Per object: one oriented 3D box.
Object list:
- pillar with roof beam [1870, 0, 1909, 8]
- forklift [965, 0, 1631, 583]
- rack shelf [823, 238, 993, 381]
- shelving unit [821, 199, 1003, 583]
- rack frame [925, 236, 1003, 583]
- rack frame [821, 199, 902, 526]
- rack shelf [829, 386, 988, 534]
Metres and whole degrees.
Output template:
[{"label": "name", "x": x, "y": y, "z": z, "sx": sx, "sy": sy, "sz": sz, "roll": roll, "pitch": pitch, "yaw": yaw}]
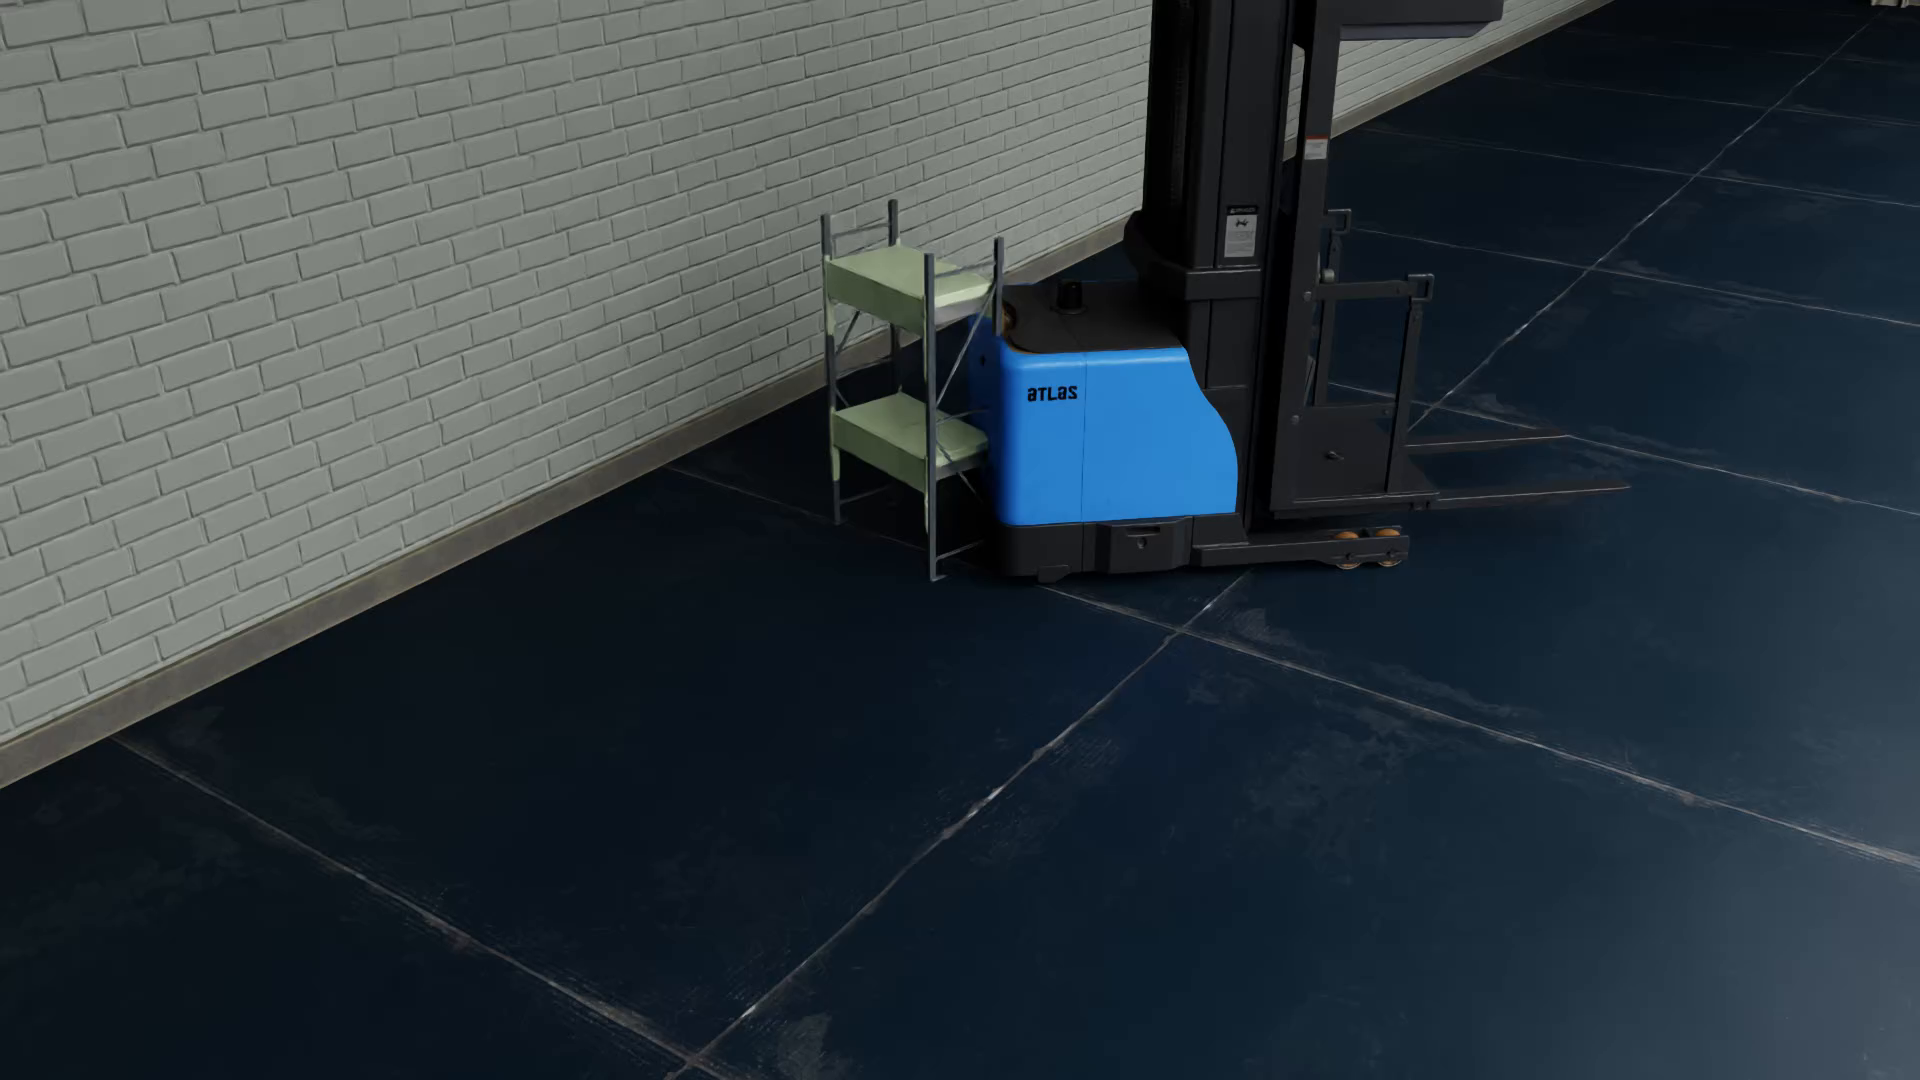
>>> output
[{"label": "pillar with roof beam", "x": 9.351, "y": -9.190, "z": 15.888, "sx": 0.400, "sy": 9.000, "sz": 9.100, "roll": 17, "pitch": 32, "yaw": 30}, {"label": "forklift", "x": 1.585, "y": -1.408, "z": 7.286, "sx": 3.031, "sy": 2.935, "sz": 1.130, "roll": -4, "pitch": 27, "yaw": -7}, {"label": "rack shelf", "x": -0.212, "y": -1.016, "z": 7.231, "sx": 0.431, "sy": 0.370, "sz": 0.720, "roll": -20, "pitch": 33, "yaw": -34}, {"label": "shelving unit", "x": -0.212, "y": -0.668, "z": 7.408, "sx": 0.431, "sy": 1.500, "sz": 0.755, "roll": -20, "pitch": 33, "yaw": -34}, {"label": "rack frame", "x": 0.019, "y": -0.539, "z": 7.154, "sx": 0.400, "sy": 1.500, "sz": 0.023, "roll": -20, "pitch": 33, "yaw": -34}, {"label": "rack frame", "x": -0.442, "y": -0.796, "z": 7.661, "sx": 0.400, "sy": 1.500, "sz": 0.023, "roll": -20, "pitch": 33, "yaw": -34}, {"label": "rack shelf", "x": -0.212, "y": -0.377, "z": 7.555, "sx": 0.431, "sy": 0.370, "sz": 0.720, "roll": -20, "pitch": 33, "yaw": -34}]
